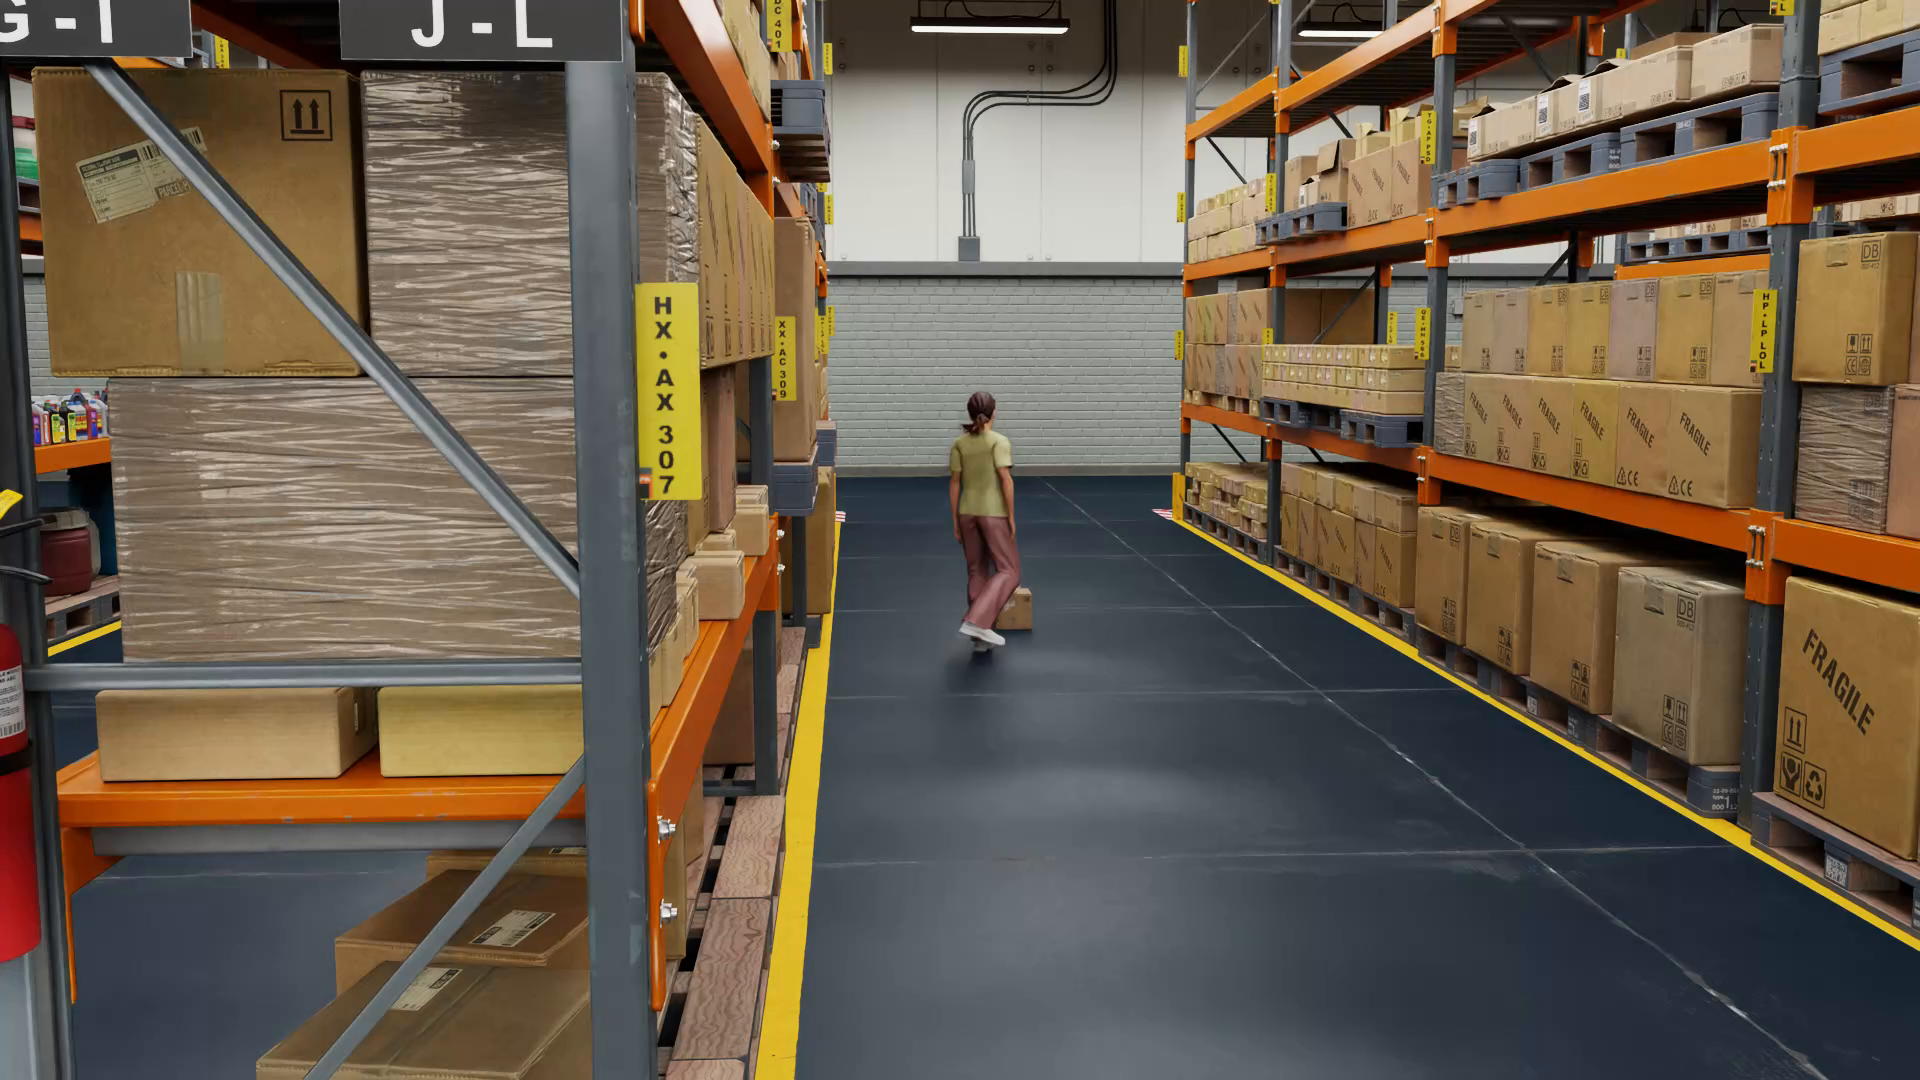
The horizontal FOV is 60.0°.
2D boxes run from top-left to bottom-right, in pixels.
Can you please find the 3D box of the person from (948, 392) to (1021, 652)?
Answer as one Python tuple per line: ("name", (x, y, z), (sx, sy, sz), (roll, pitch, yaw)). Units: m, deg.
("person", (0.121, -0.103, 10.590), (0.504, 1.669, 0.581), (4, 8, 33))
